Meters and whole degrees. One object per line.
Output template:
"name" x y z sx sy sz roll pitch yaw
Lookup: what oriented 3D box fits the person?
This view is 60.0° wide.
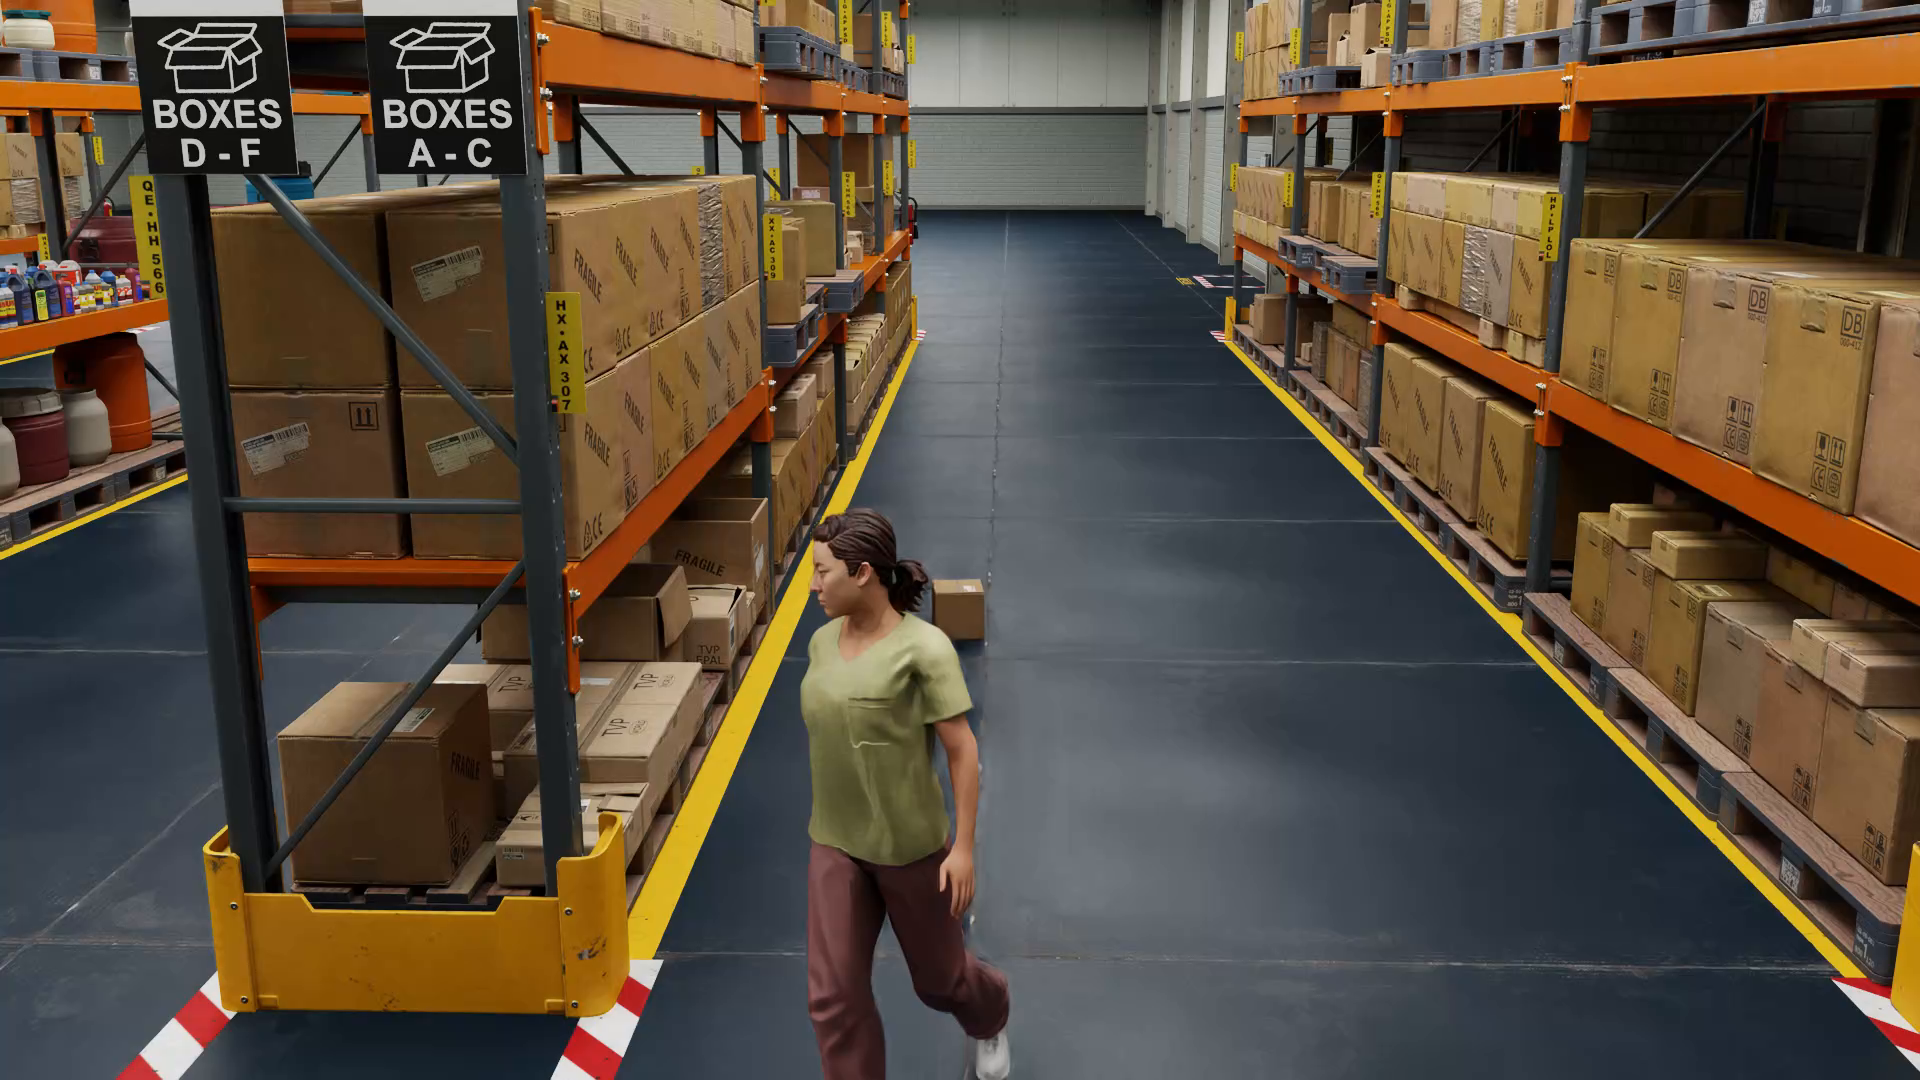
"person" -0.146 0.731 4.070 0.528 1.633 0.893 7 16 26
